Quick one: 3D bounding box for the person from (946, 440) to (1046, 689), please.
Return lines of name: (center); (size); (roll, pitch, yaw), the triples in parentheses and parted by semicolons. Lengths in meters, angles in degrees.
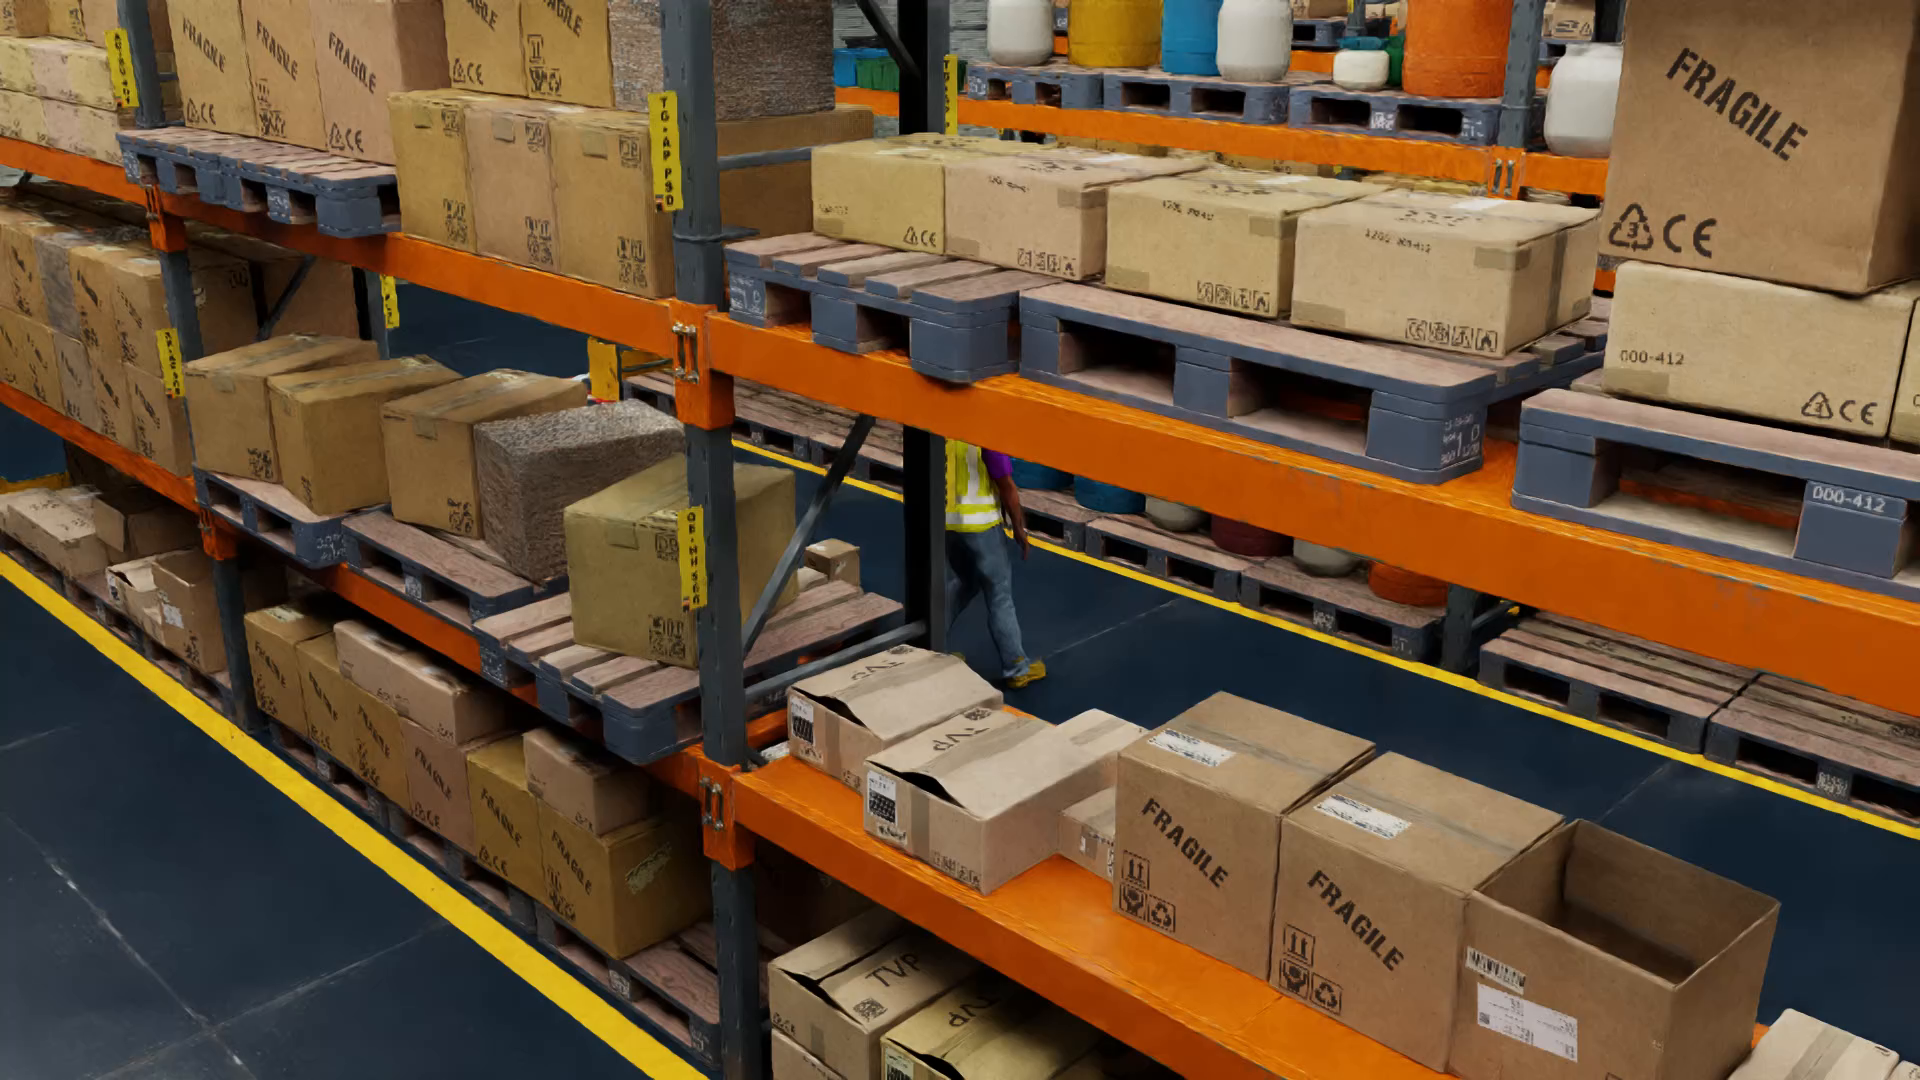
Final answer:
person: (0.083, -0.081, 8.786); (0.684, 1.733, 0.523); (15, 25, 35)
